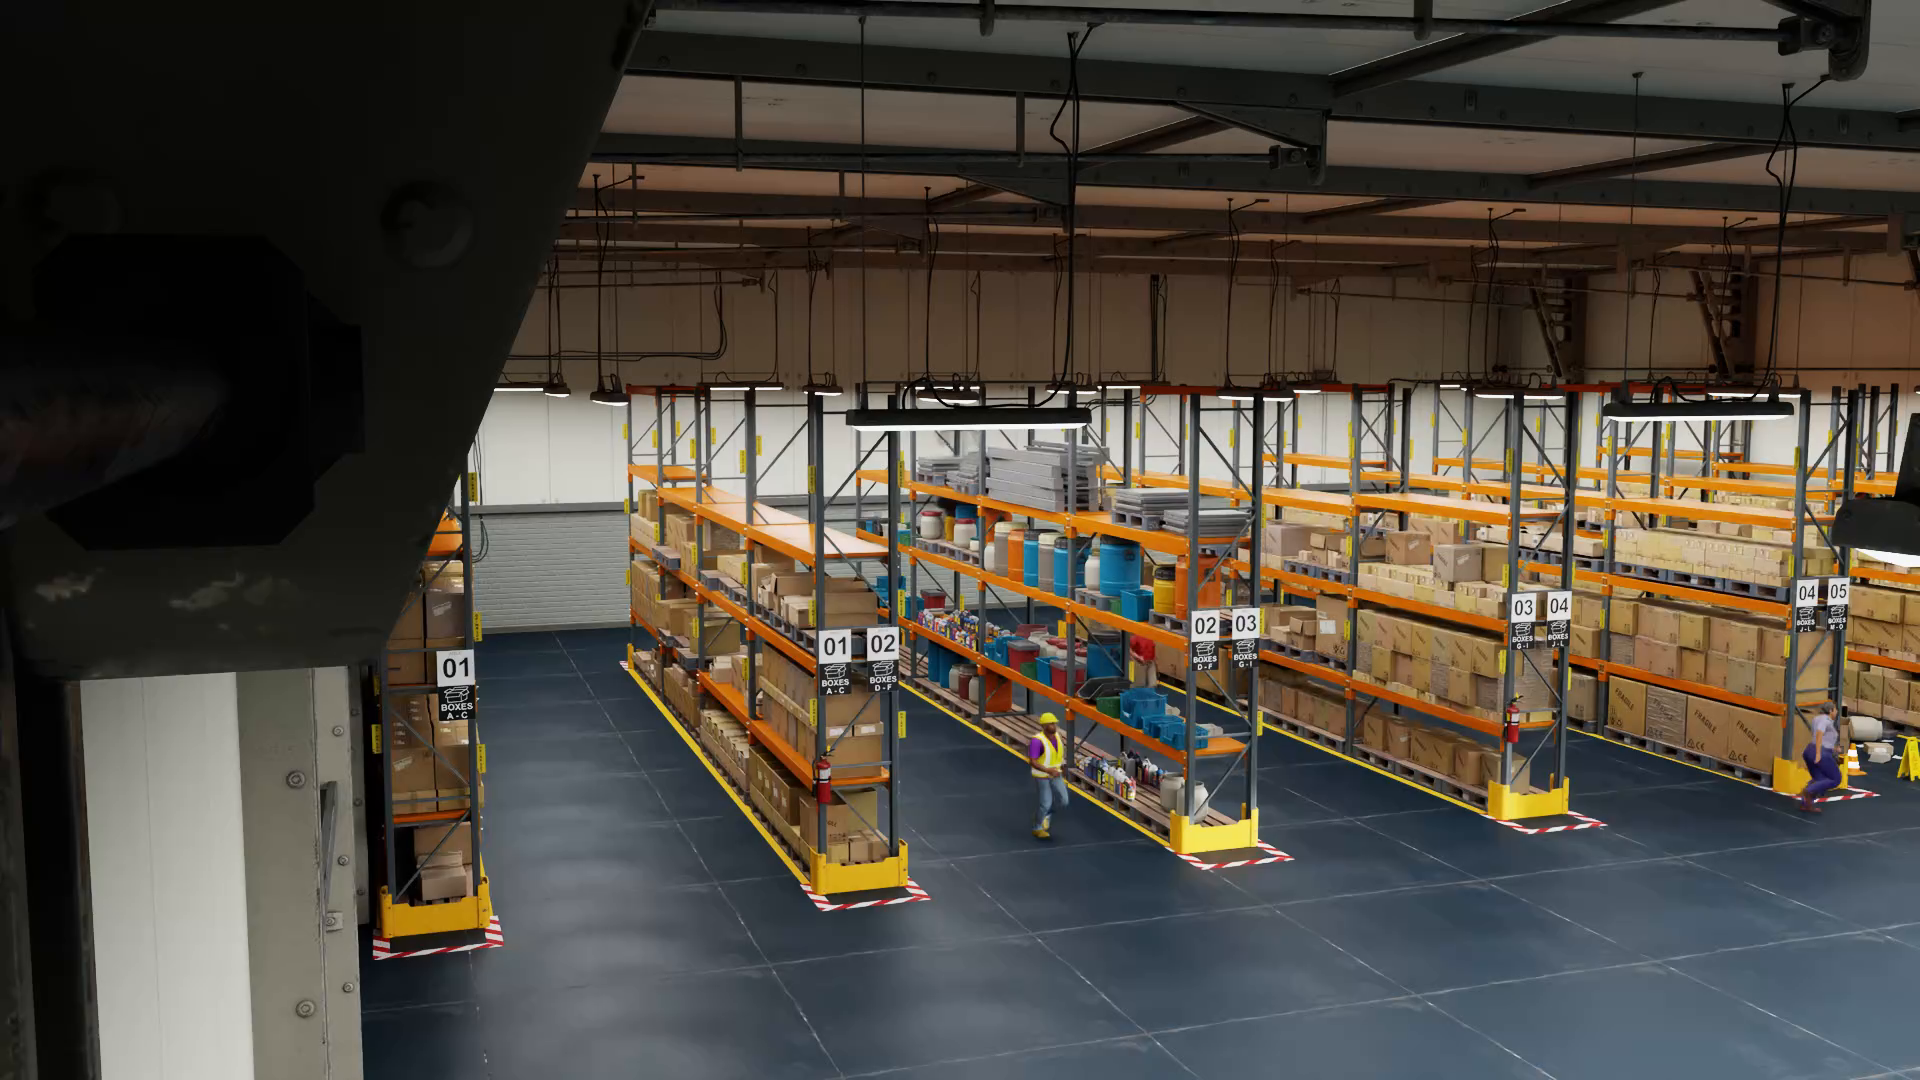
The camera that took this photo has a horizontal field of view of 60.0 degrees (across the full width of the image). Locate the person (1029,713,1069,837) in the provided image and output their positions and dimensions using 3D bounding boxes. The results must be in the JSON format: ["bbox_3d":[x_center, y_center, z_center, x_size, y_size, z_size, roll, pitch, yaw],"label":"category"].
[{"bbox_3d":[1.221,3.166,22.363,0.688,1.714,0.639,-6,8,-43],"label":"person"}]

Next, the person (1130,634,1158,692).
[{"bbox_3d":[3.379,2.336,30.785,0.673,1.735,0.814,-3,7,-28],"label":"person"}]

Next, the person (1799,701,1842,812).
[{"bbox_3d":[12.309,3.091,23.740,0.576,1.592,0.609,0,6,3],"label":"person"}]

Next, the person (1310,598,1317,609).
[{"bbox_3d":[9.152,1.129,42.047,0.627,1.741,0.656,-4,7,-36],"label":"person"}]
